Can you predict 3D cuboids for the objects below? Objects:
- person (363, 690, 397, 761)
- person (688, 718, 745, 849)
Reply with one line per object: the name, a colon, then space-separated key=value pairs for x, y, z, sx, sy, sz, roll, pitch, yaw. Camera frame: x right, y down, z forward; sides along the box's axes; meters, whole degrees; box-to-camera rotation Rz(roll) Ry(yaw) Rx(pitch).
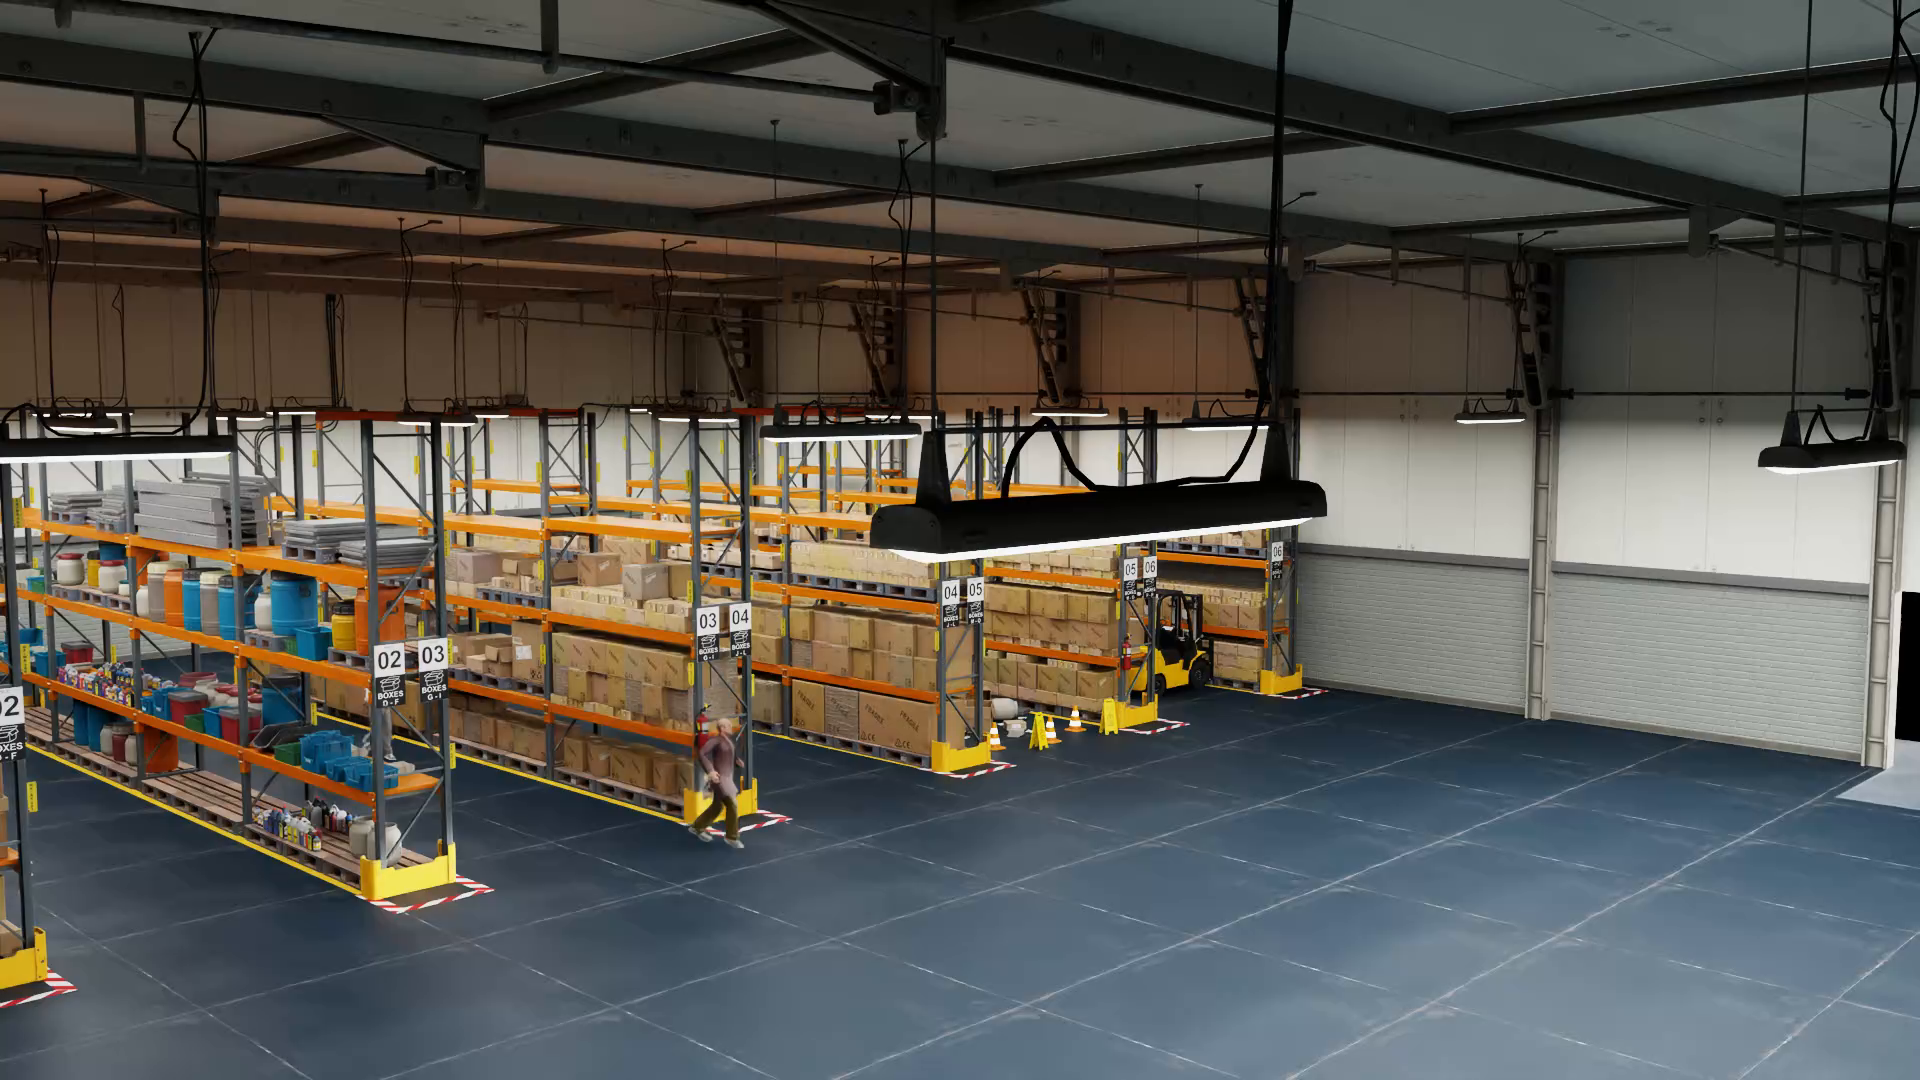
person: x=-10.027 y=2.992 z=28.719 sx=0.847 sy=1.590 sz=0.538 roll=4 pitch=6 yaw=37
person: x=-3.375 y=3.461 z=23.324 sx=0.893 sy=1.750 sz=0.720 roll=1 pitch=5 yaw=10
